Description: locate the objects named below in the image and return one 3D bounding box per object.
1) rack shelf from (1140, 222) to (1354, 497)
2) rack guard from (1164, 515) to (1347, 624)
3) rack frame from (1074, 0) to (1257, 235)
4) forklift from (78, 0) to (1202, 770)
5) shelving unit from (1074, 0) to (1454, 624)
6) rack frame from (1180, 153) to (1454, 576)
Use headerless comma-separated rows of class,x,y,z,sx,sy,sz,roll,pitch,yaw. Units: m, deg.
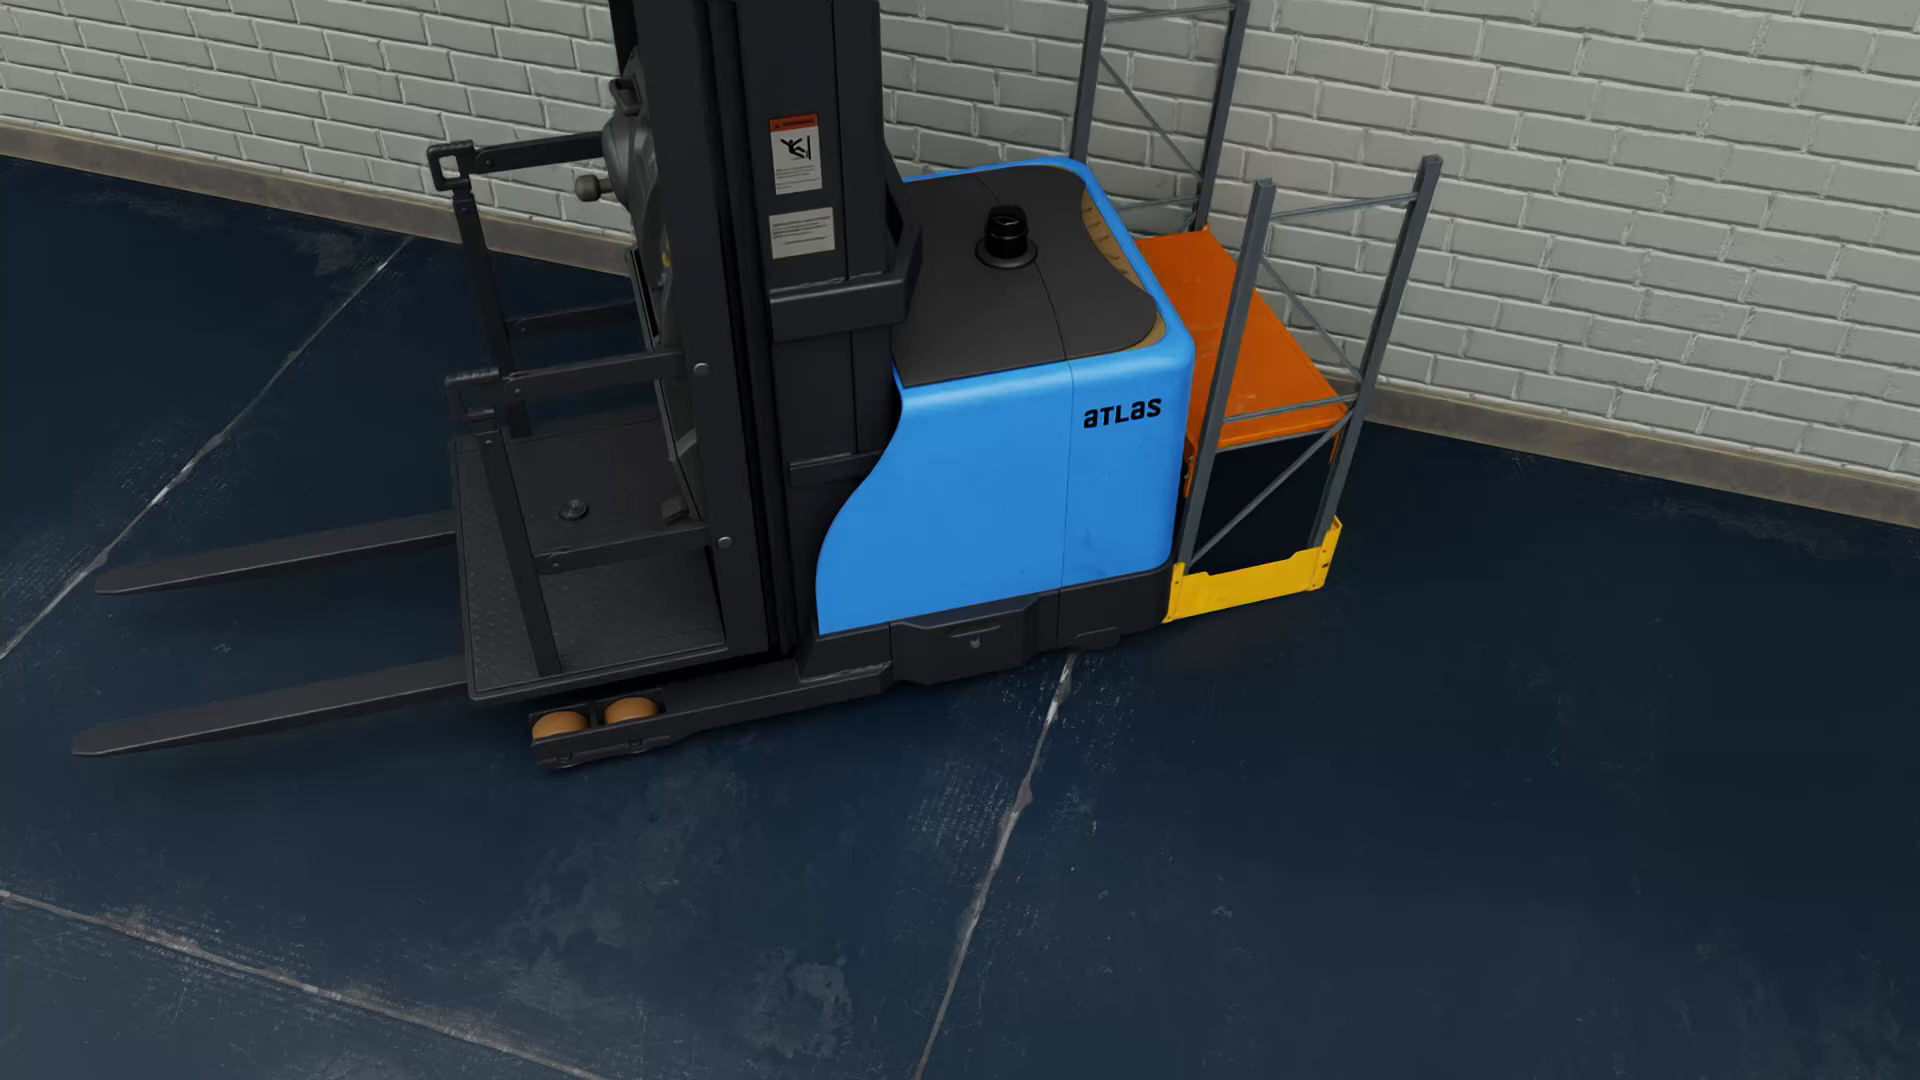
rack shelf,0.725,-0.568,4.974,0.538,0.185,1.000,-11,46,-17
rack guard,0.858,0.080,4.960,0.587,0.250,0.087,-11,46,-17
rack frame,0.567,-1.038,5.184,0.500,1.500,0.032,-11,46,-17
forklift,-0.938,-0.831,4.003,3.031,2.935,1.130,-11,45,-11
shelving unit,0.736,-0.703,4.855,0.587,1.500,1.083,-11,46,-17
rack frame,0.910,-0.355,4.514,0.500,1.500,0.032,-11,46,-17
